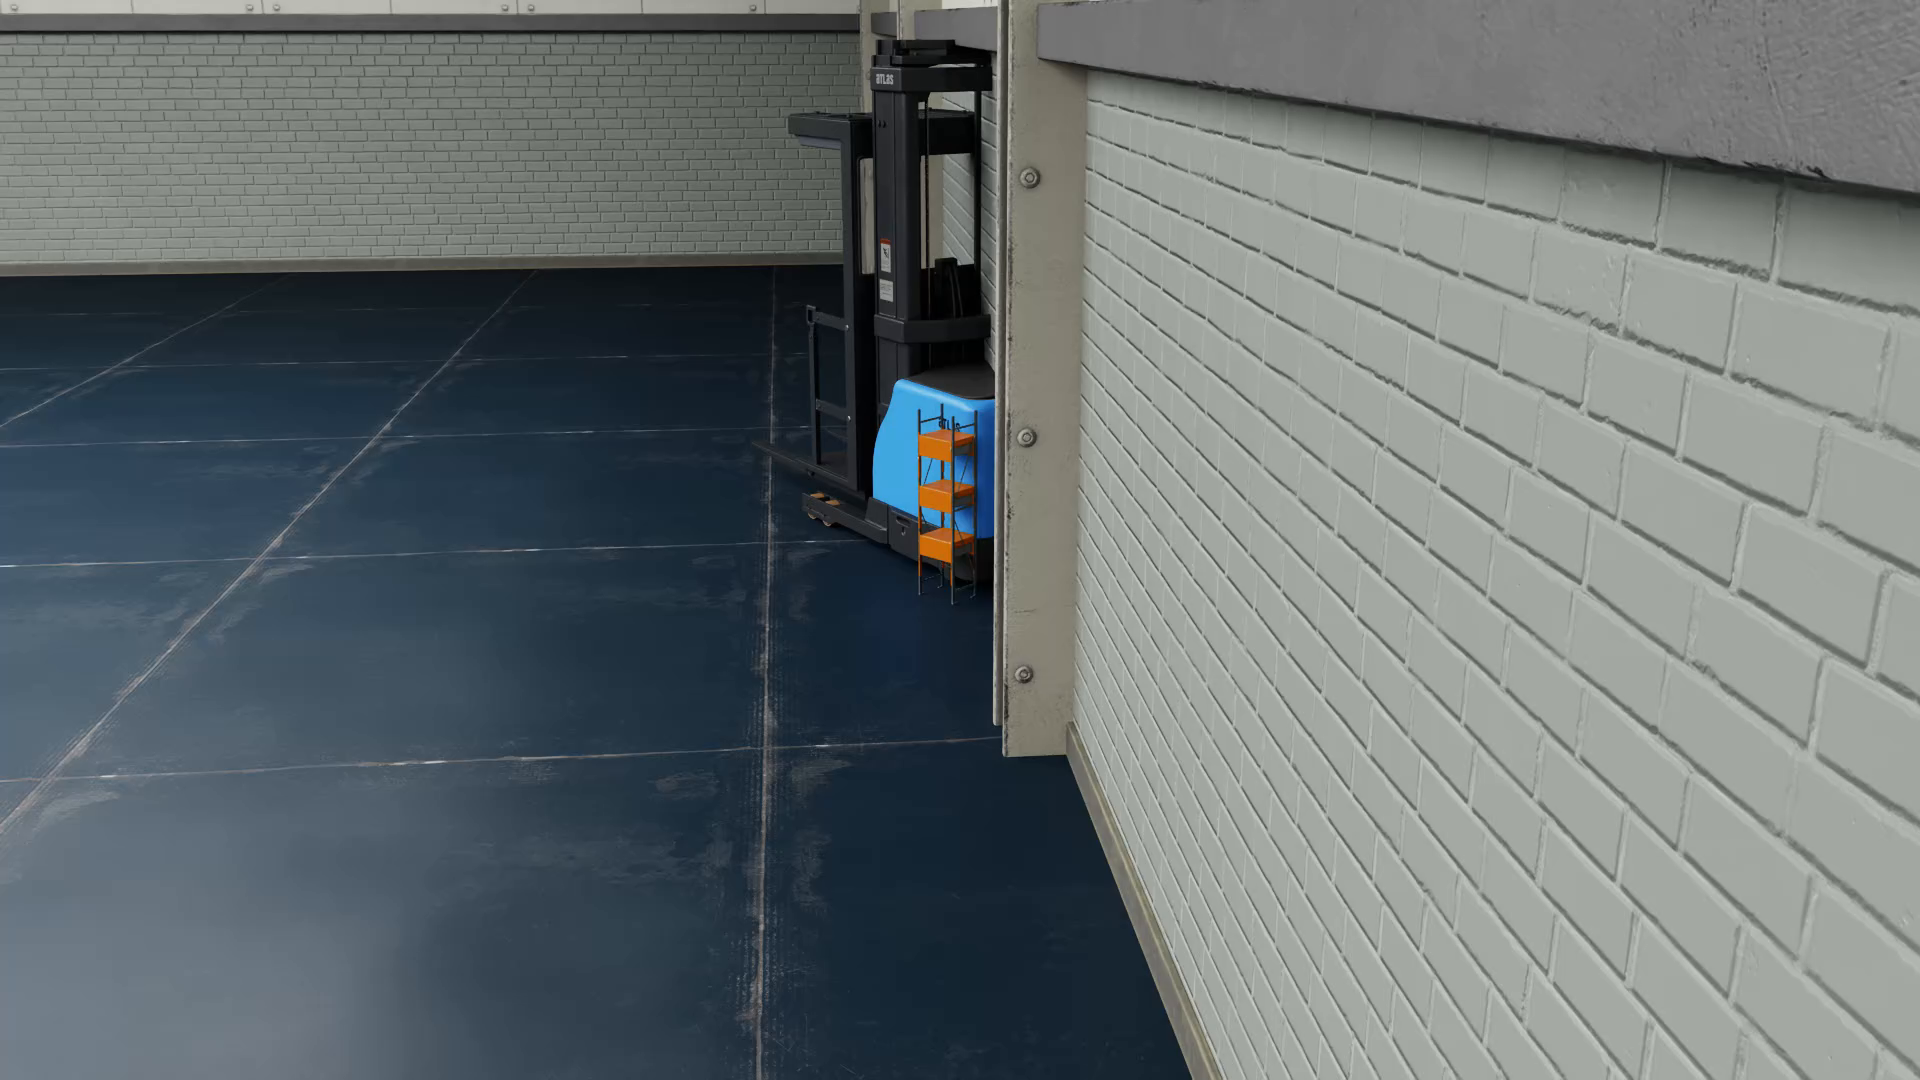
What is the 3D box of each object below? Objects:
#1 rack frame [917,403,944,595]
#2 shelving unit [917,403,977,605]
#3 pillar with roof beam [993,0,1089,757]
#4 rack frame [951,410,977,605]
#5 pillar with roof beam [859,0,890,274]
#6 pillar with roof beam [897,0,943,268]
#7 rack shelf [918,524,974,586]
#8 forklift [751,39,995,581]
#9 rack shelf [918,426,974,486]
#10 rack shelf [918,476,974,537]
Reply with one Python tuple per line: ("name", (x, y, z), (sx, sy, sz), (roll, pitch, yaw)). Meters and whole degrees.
("rack frame", (-0.159, -0.219, 9.123), (0.008, 1.050, 0.200), (15, 23, 39))
("shelving unit", (-0.067, -0.195, 9.045), (0.252, 1.050, 0.215), (15, 23, 39))
("pillar with roof beam", (-3.958, -3.286, 5.621), (9.100, 9.000, 0.400), (-2, 18, -6))
("rack frame", (0.024, -0.171, 8.968), (0.008, 1.050, 0.200), (15, 23, 39))
("pillar with roof beam", (-5.196, -6.861, 17.009), (9.100, 9.000, 0.400), (-2, 18, -6))
("pillar with roof beam", (-4.577, -5.074, 11.315), (9.100, 9.000, 0.400), (-2, 18, -6))
("rack shelf", (-0.067, 0.080, 9.132), (0.240, 0.259, 0.215), (15, 23, 39))
("forklift", (-0.346, -1.554, 10.233), (1.130, 2.935, 3.031), (-11, 21, -32))
("rack shelf", (-0.067, -0.456, 8.964), (0.240, 0.259, 0.215), (15, 23, 39))
("rack shelf", (-0.067, -0.185, 9.049), (0.240, 0.259, 0.215), (15, 23, 39))
